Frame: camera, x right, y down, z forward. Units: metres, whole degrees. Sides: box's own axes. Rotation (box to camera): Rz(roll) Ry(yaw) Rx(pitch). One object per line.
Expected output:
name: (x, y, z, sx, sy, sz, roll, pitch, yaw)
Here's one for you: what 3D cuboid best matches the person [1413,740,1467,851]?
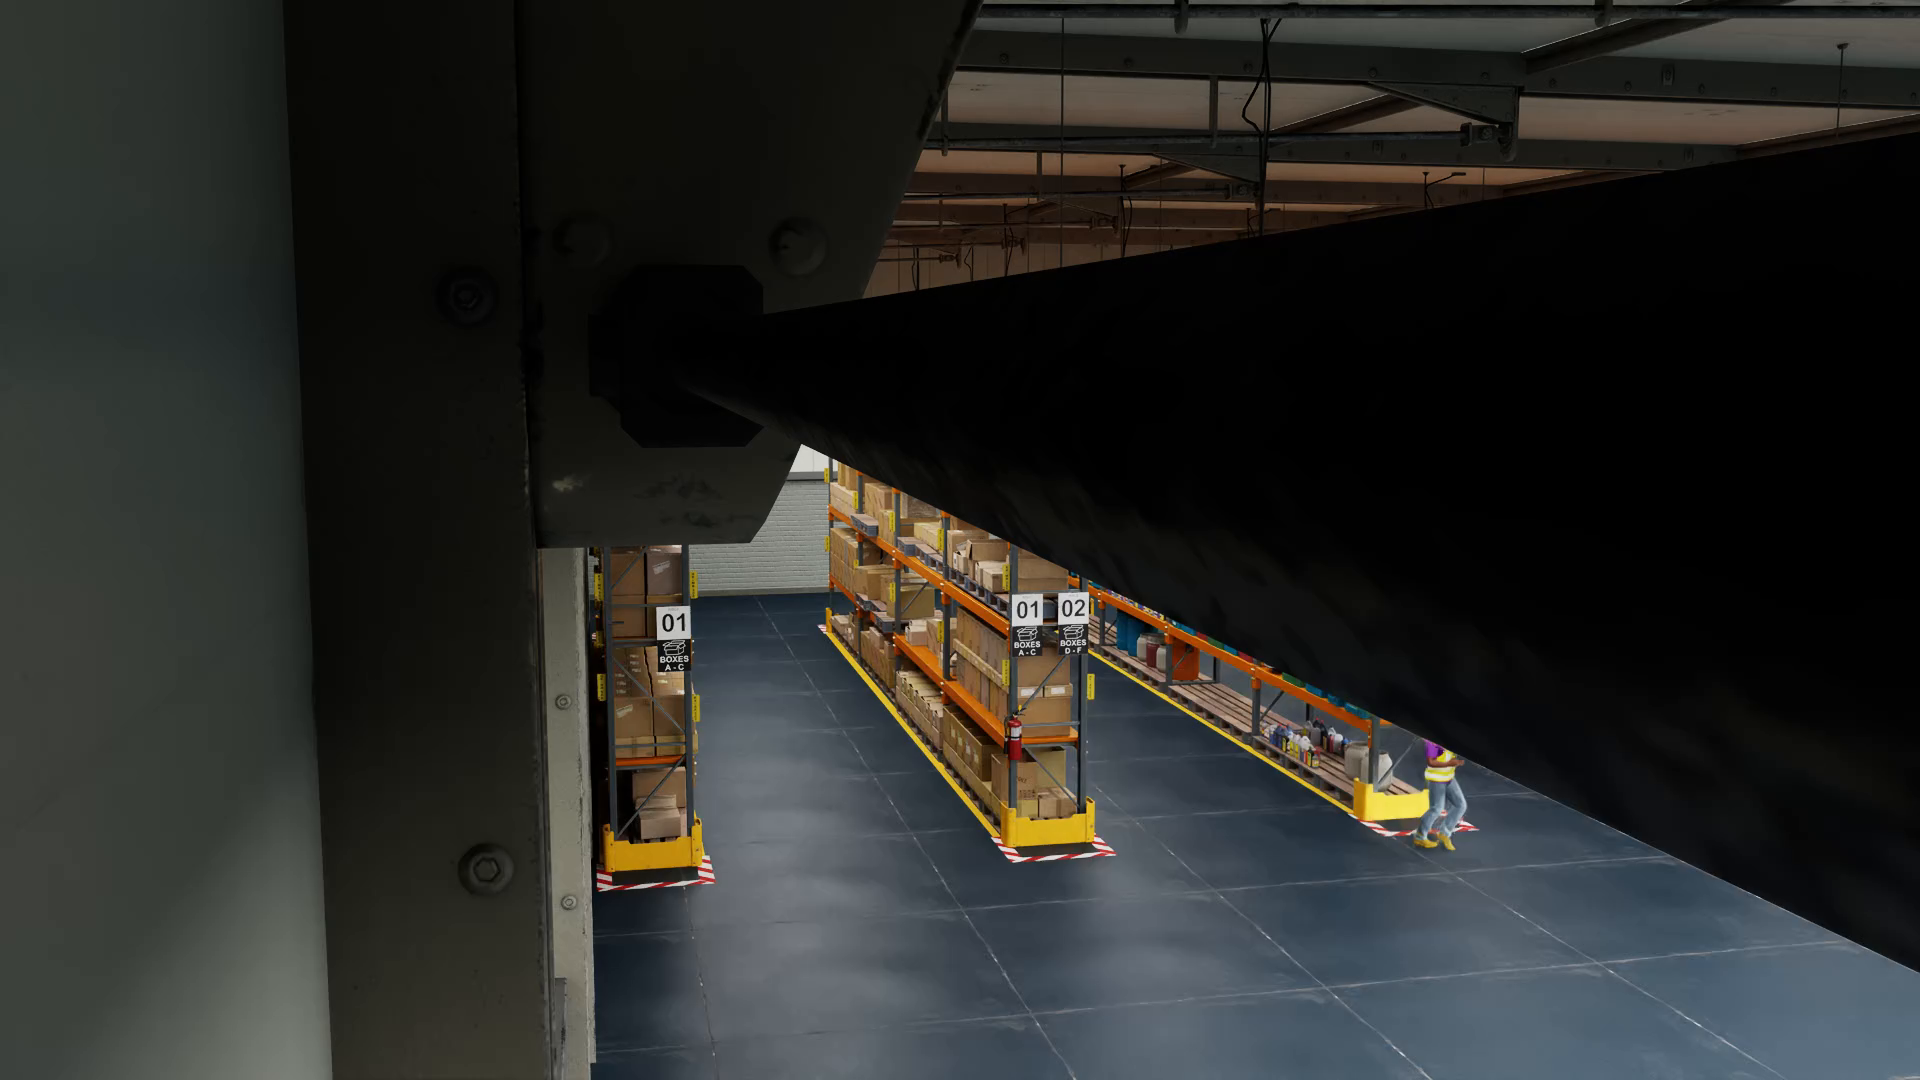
person: (6.010, 3.017, 20.709, 0.655, 1.810, 0.698, 5, 9, 38)
